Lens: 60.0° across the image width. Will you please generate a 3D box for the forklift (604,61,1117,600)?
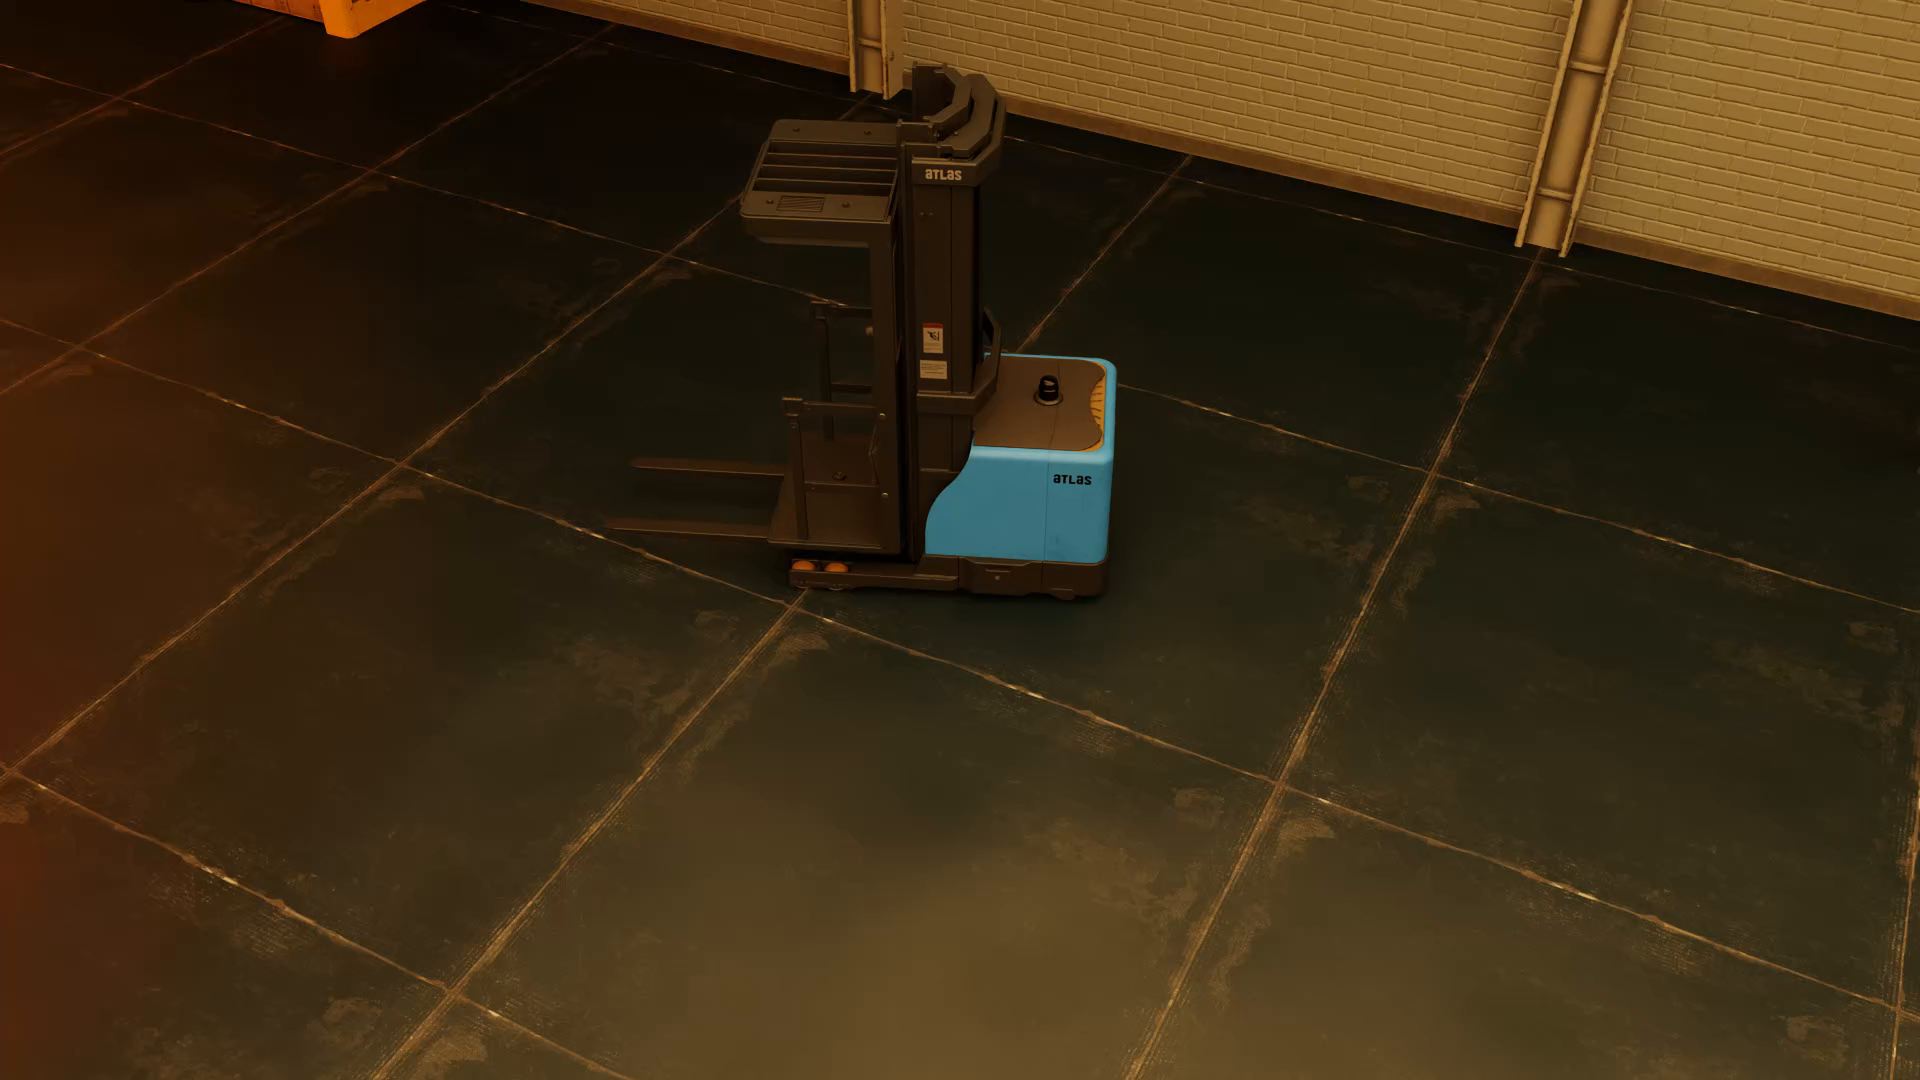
[{"bbox_3d":[-0.606,-1.157,9.360,3.031,2.935,1.130,3,40,4],"label":"forklift"}]
